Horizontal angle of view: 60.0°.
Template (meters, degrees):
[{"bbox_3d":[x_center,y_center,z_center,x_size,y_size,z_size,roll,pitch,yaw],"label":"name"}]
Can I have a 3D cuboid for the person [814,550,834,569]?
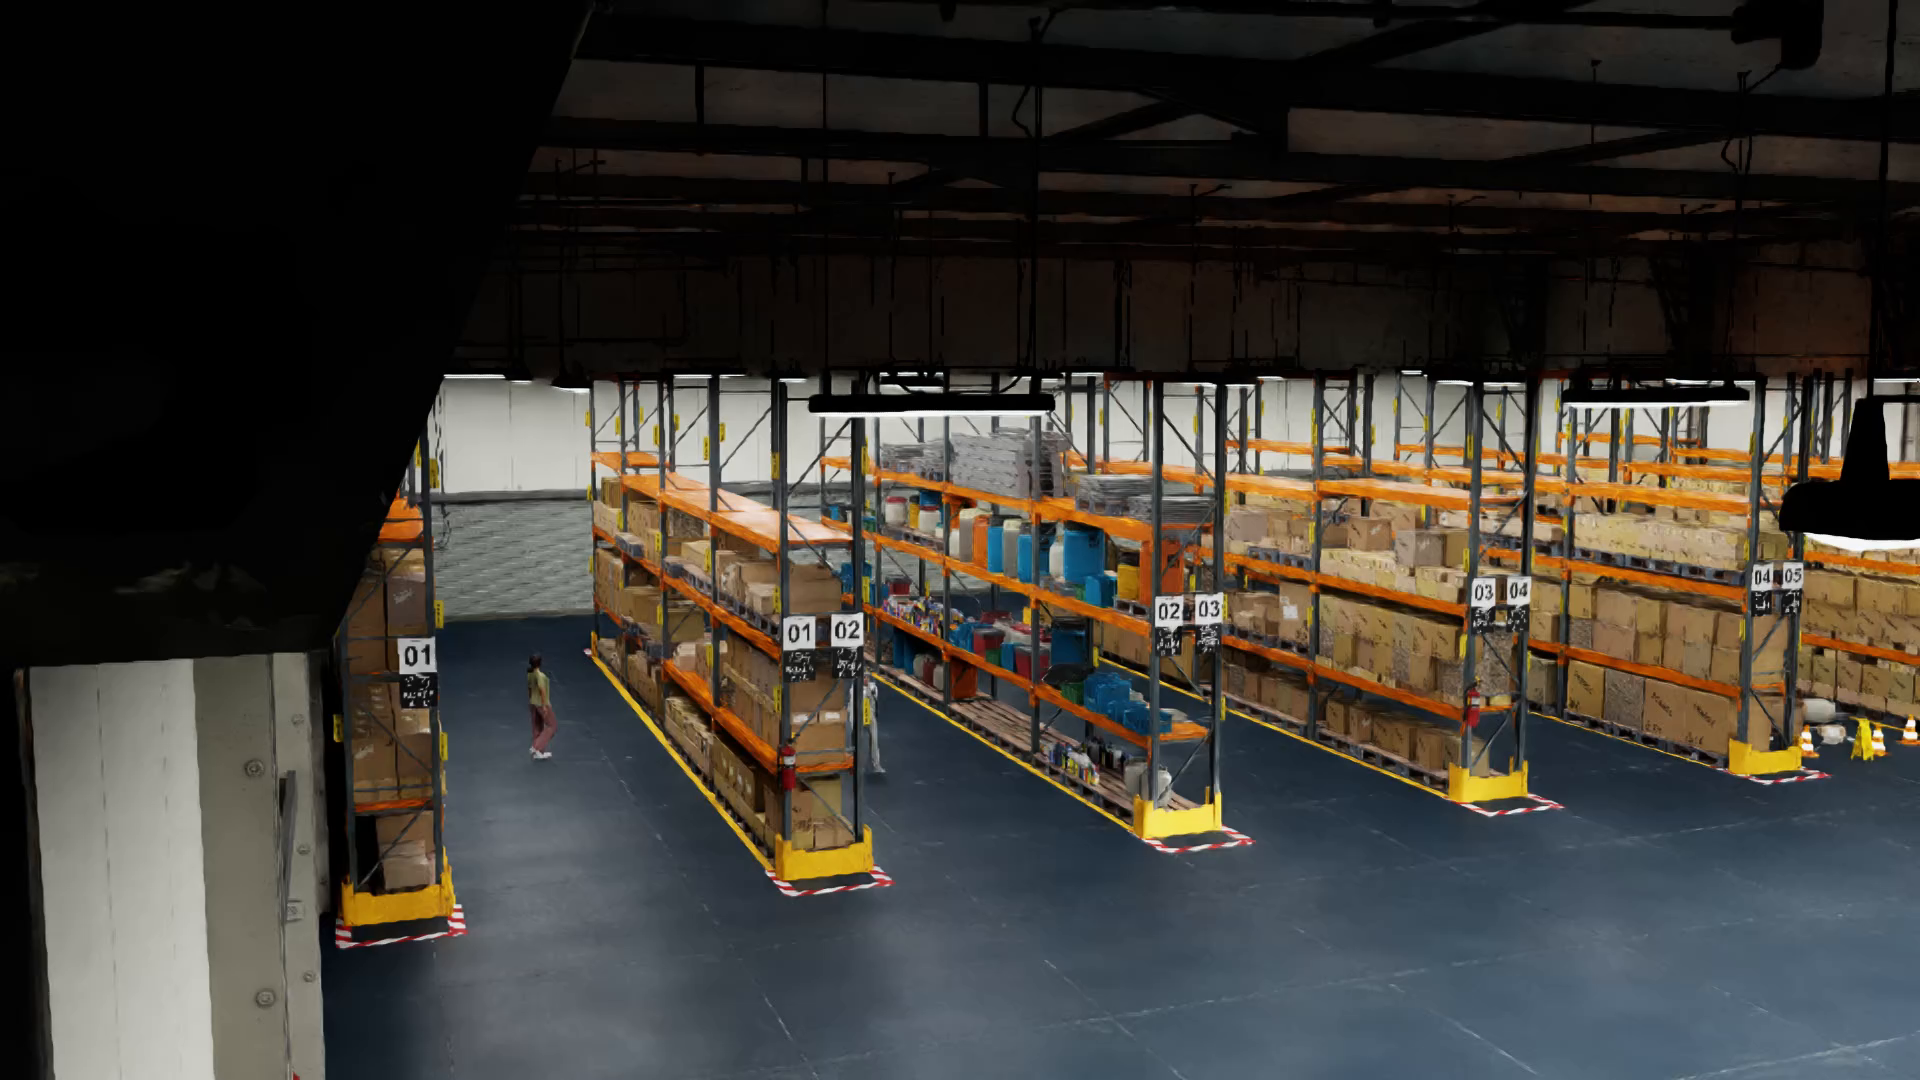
[{"bbox_3d":[-3.260,1.091,39.221,0.596,1.742,0.961,0,6,3],"label":"person"}]

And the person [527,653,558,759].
[{"bbox_3d":[-6.577,2.604,25.980,0.503,1.670,0.432,6,9,42],"label":"person"}]

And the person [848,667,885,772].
[{"bbox_3d":[-1.465,2.699,25.329,0.495,1.589,1.086,-2,7,-17],"label":"person"}]
